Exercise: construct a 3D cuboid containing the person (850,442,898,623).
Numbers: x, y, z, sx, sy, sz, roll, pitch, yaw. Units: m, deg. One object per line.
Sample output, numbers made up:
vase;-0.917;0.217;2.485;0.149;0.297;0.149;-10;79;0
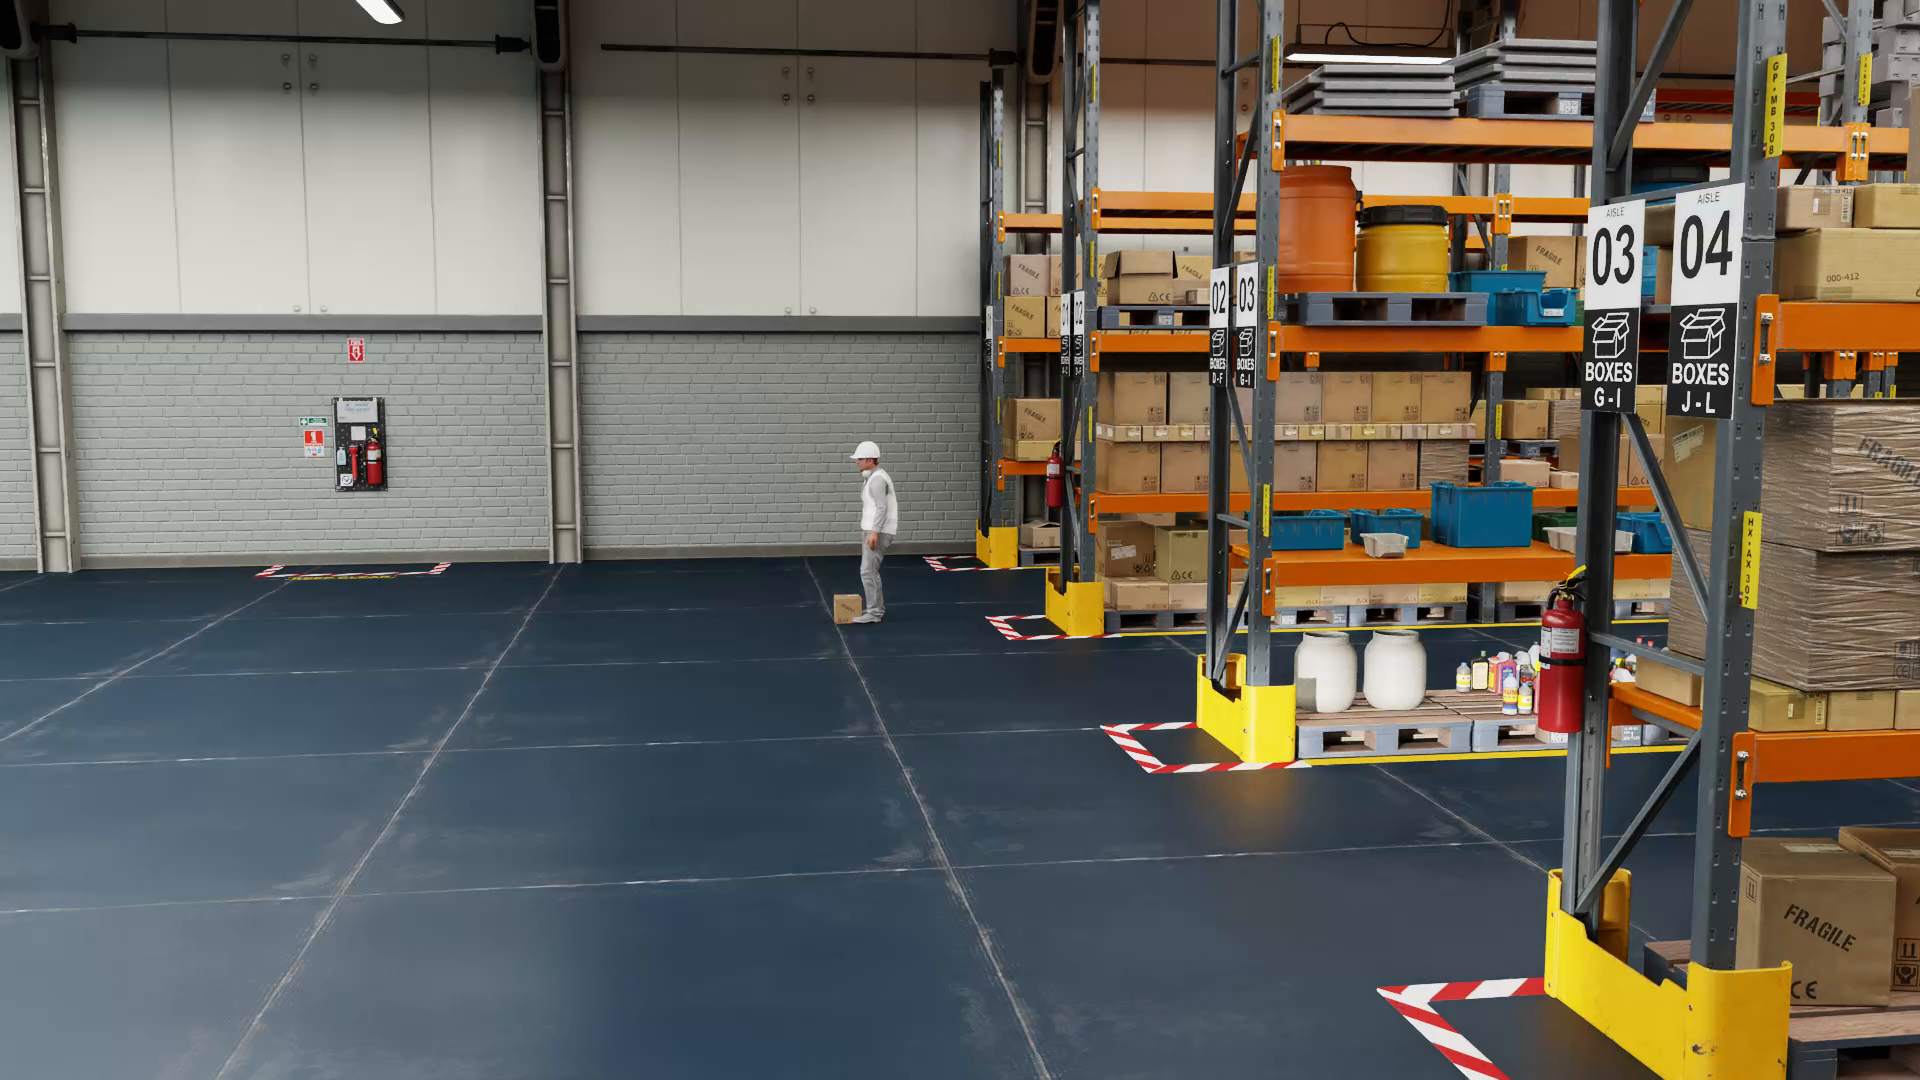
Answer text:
person;-0.852;-0.083;16.331;0.474;1.770;0.582;-1;7;-12
